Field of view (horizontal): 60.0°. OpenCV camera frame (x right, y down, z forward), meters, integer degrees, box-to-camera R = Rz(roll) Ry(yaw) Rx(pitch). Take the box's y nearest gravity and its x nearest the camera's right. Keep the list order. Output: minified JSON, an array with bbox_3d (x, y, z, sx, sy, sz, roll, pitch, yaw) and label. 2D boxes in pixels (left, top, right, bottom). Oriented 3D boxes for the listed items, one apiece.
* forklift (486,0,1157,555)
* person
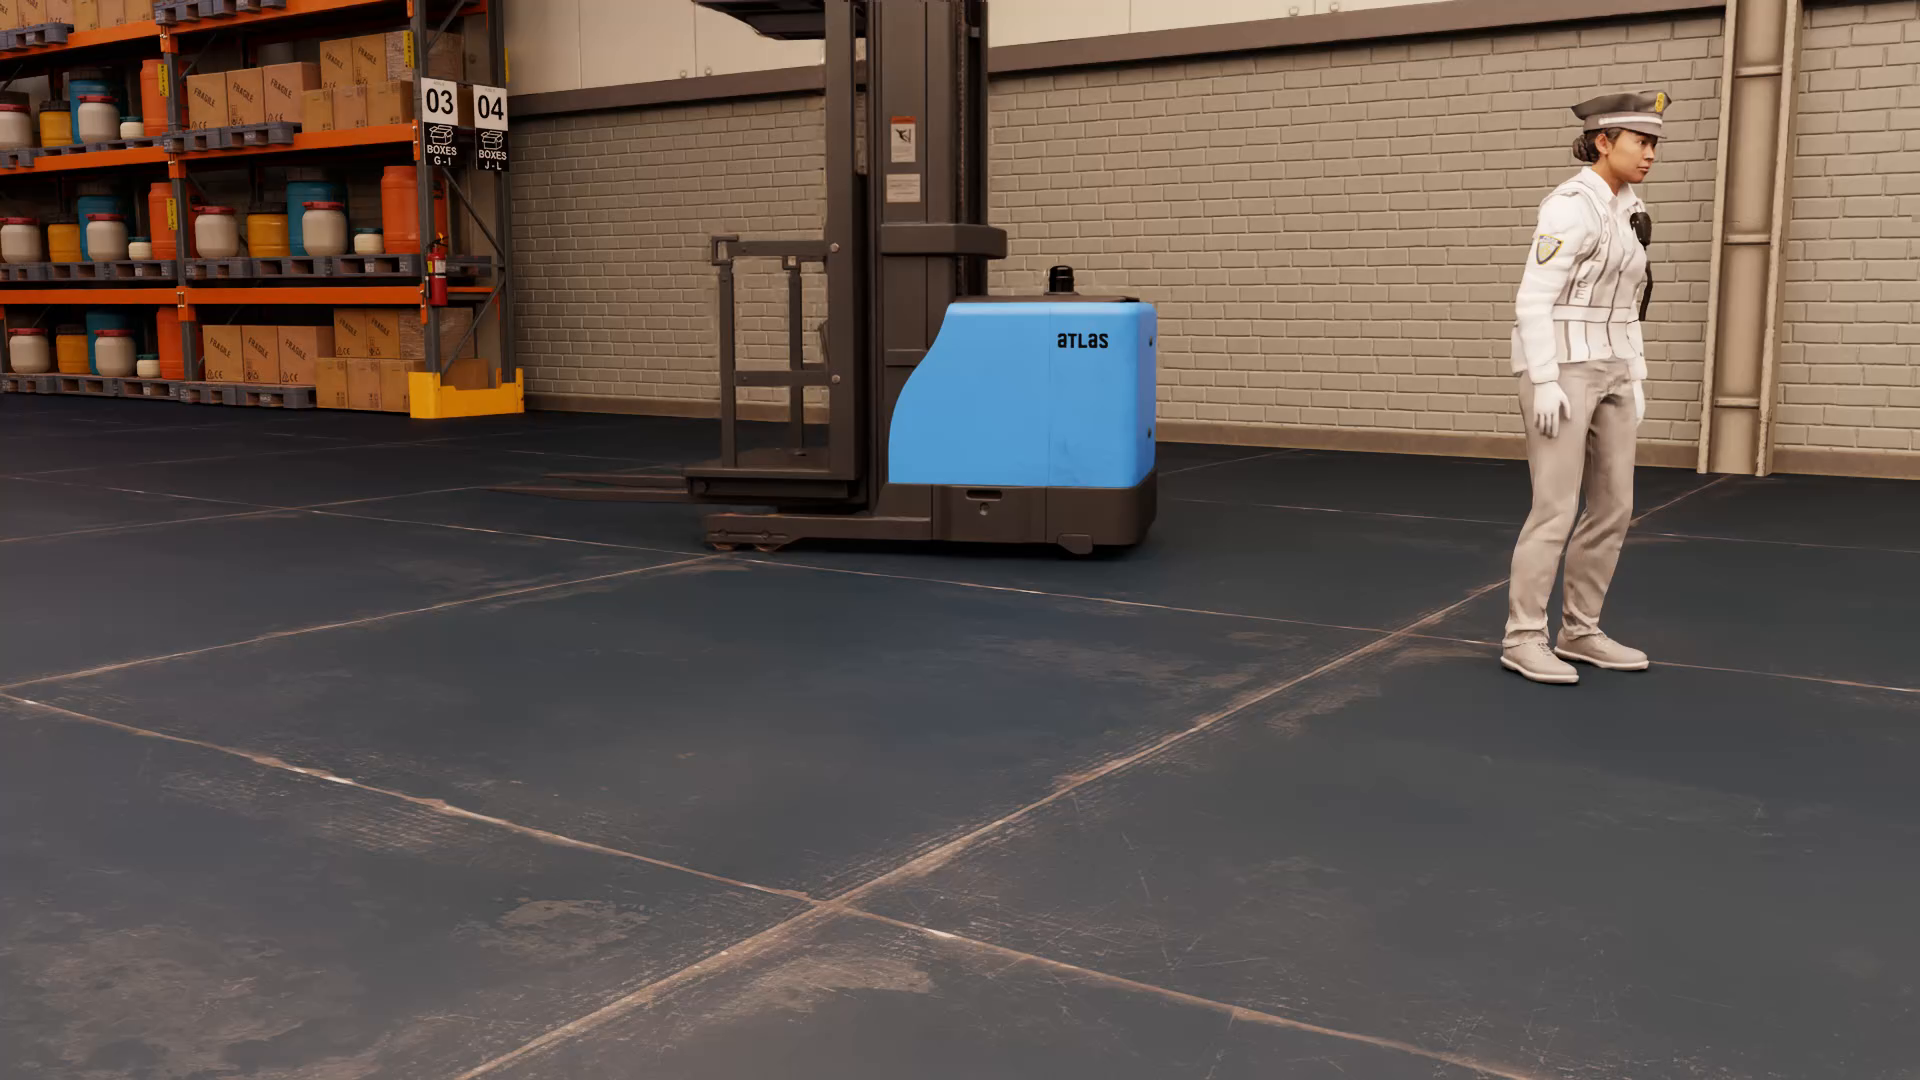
[{"bbox_3d":[-0.645,-1.470,7.530,3.031,2.935,1.130,2,8,12],"label":"forklift"},{"bbox_3d":[1.820,-0.445,4.842,0.540,1.661,0.374,-6,10,-35],"label":"person"}]
